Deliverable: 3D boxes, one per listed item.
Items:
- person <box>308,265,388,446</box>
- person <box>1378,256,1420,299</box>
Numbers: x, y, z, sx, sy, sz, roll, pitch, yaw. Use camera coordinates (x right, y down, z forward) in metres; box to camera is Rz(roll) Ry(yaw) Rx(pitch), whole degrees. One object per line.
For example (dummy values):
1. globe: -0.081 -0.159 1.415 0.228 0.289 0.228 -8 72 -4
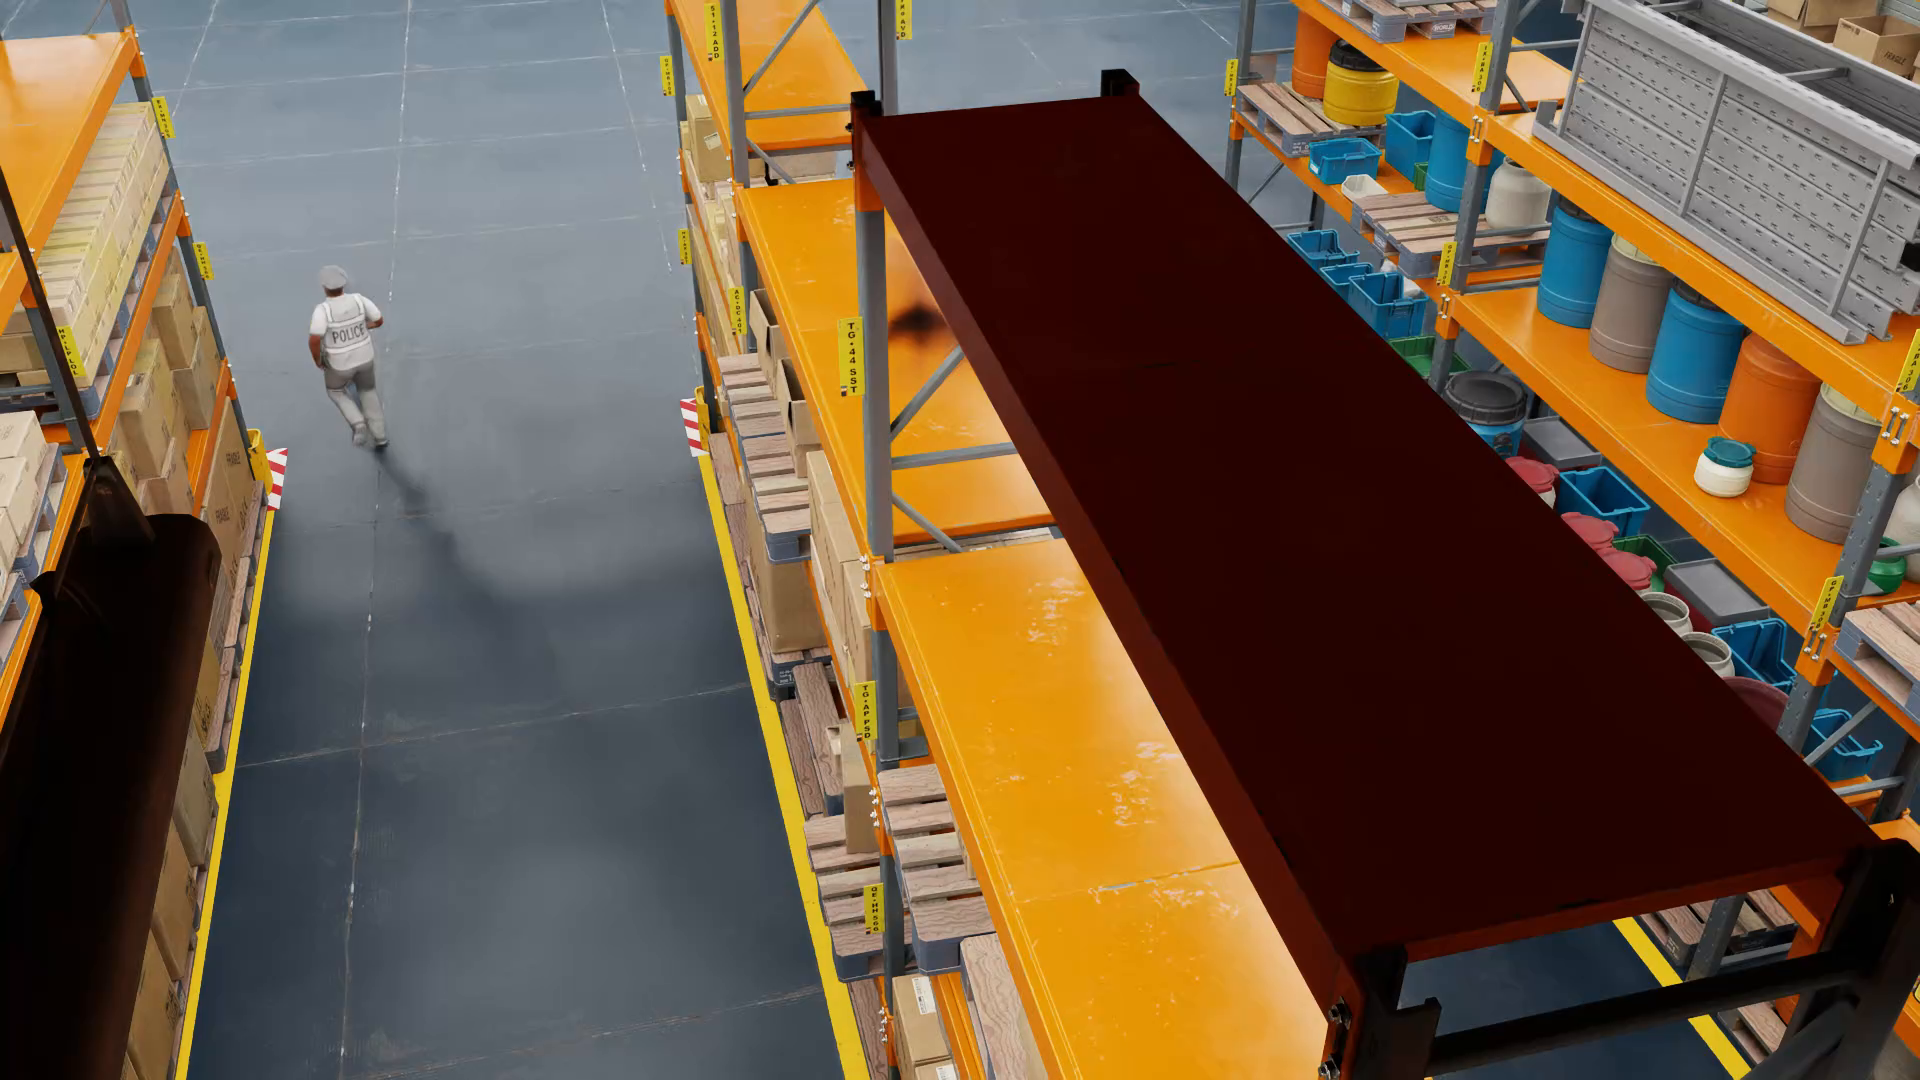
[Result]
1. person: -5.512 -1.654 14.948 0.731 1.758 0.547 -27 43 -33
2. person: 4.308 -2.411 16.162 0.644 1.705 0.834 -16 38 -22
